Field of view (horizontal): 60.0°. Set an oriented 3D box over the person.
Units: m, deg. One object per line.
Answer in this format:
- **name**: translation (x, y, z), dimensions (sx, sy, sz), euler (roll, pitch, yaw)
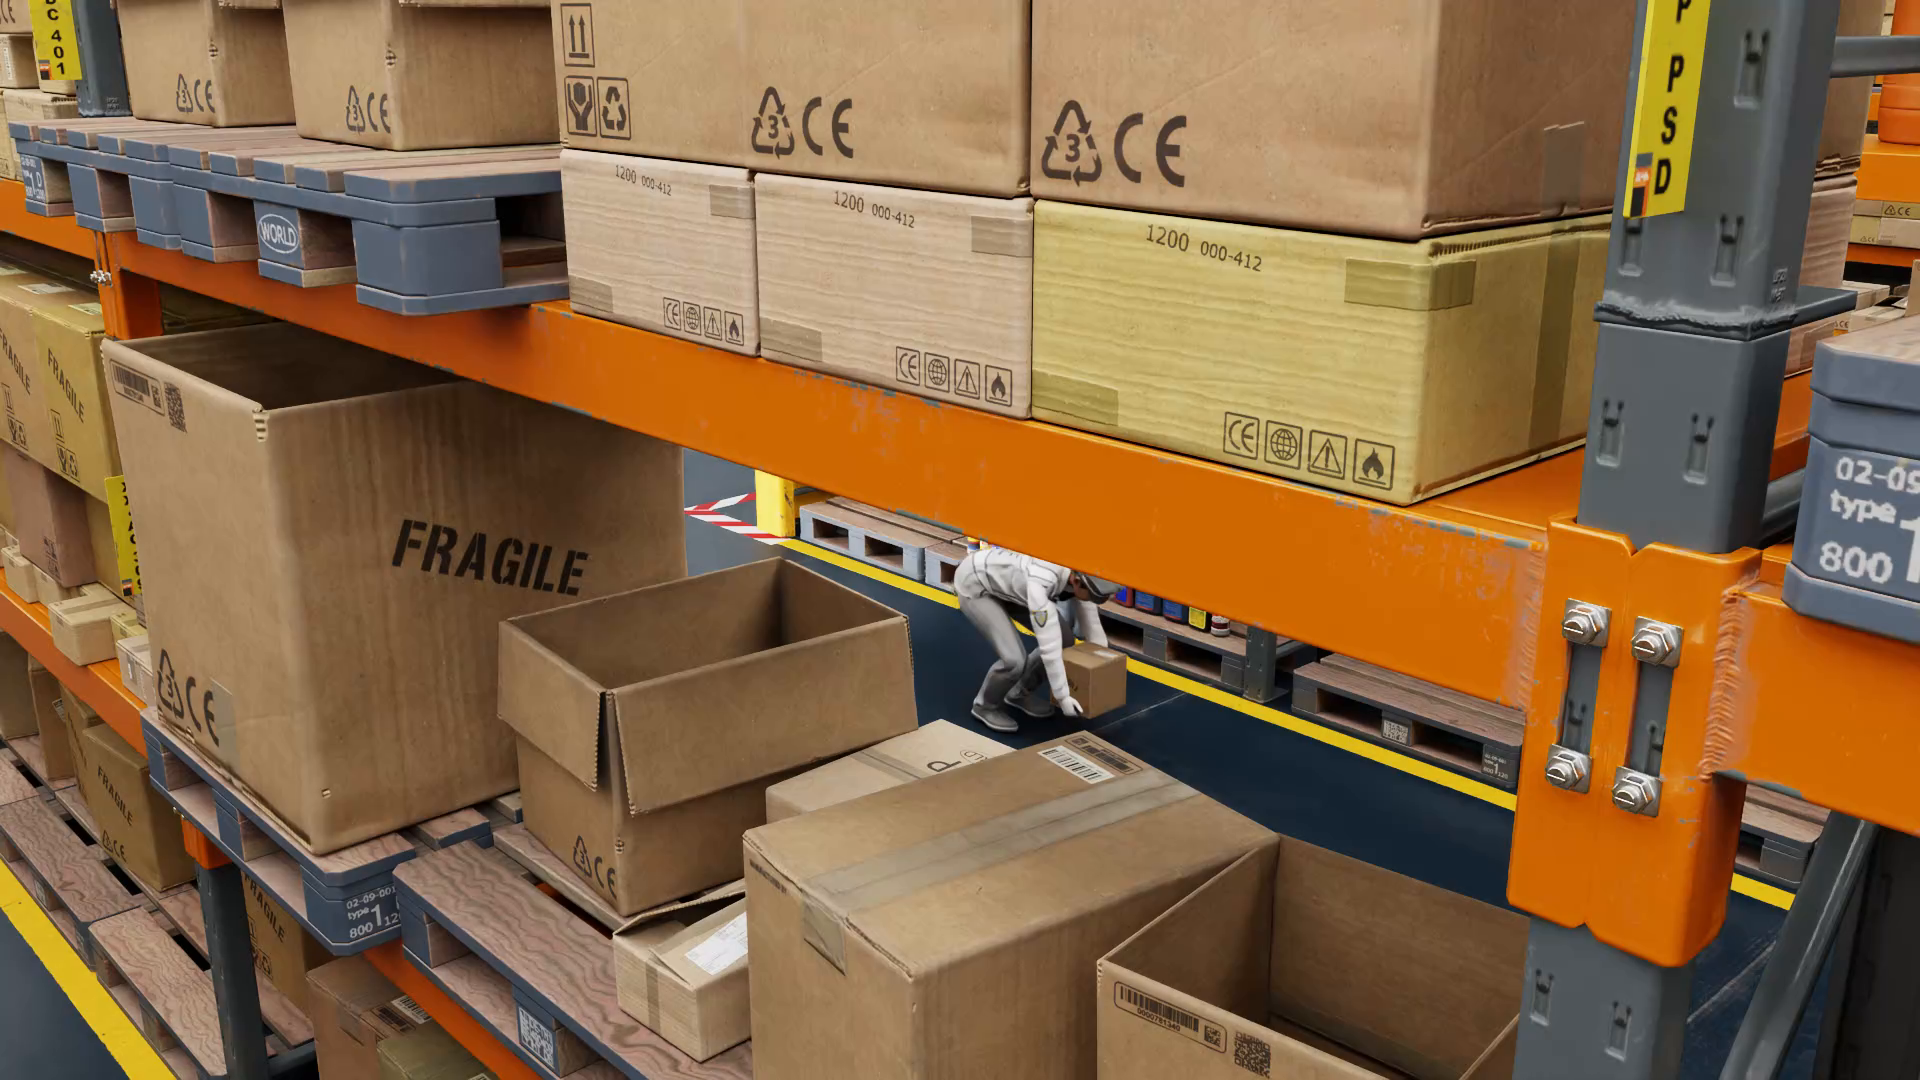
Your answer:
- **person**: translation (0.378, 0.430, 7.820), dimensions (0.915, 0.984, 0.468), euler (16, 24, 42)
